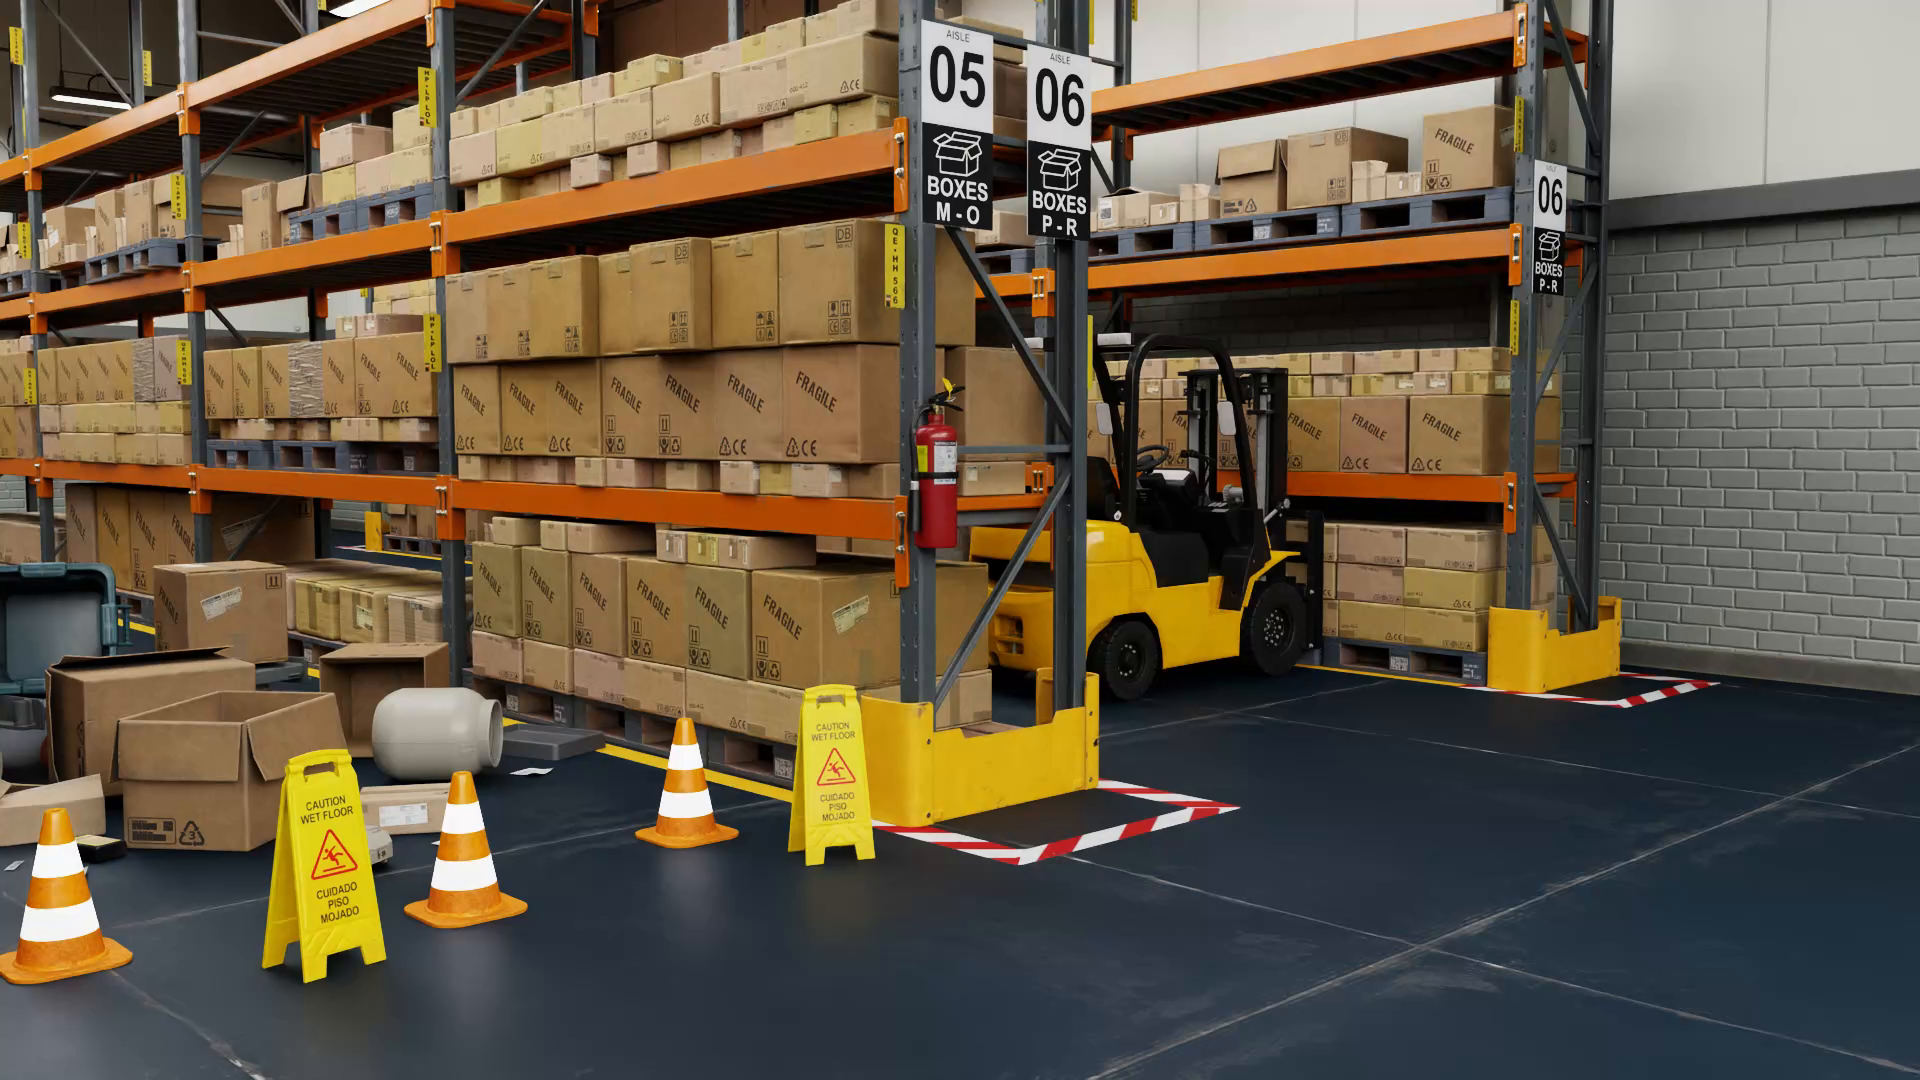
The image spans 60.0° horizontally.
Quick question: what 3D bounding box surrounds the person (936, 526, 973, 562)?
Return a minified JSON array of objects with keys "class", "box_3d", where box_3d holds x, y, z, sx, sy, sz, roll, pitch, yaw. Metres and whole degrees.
[{"class":"person","box_3d":[-0.112,-0.050,11.585,0.739,1.799,0.606,3,5,42]}]
